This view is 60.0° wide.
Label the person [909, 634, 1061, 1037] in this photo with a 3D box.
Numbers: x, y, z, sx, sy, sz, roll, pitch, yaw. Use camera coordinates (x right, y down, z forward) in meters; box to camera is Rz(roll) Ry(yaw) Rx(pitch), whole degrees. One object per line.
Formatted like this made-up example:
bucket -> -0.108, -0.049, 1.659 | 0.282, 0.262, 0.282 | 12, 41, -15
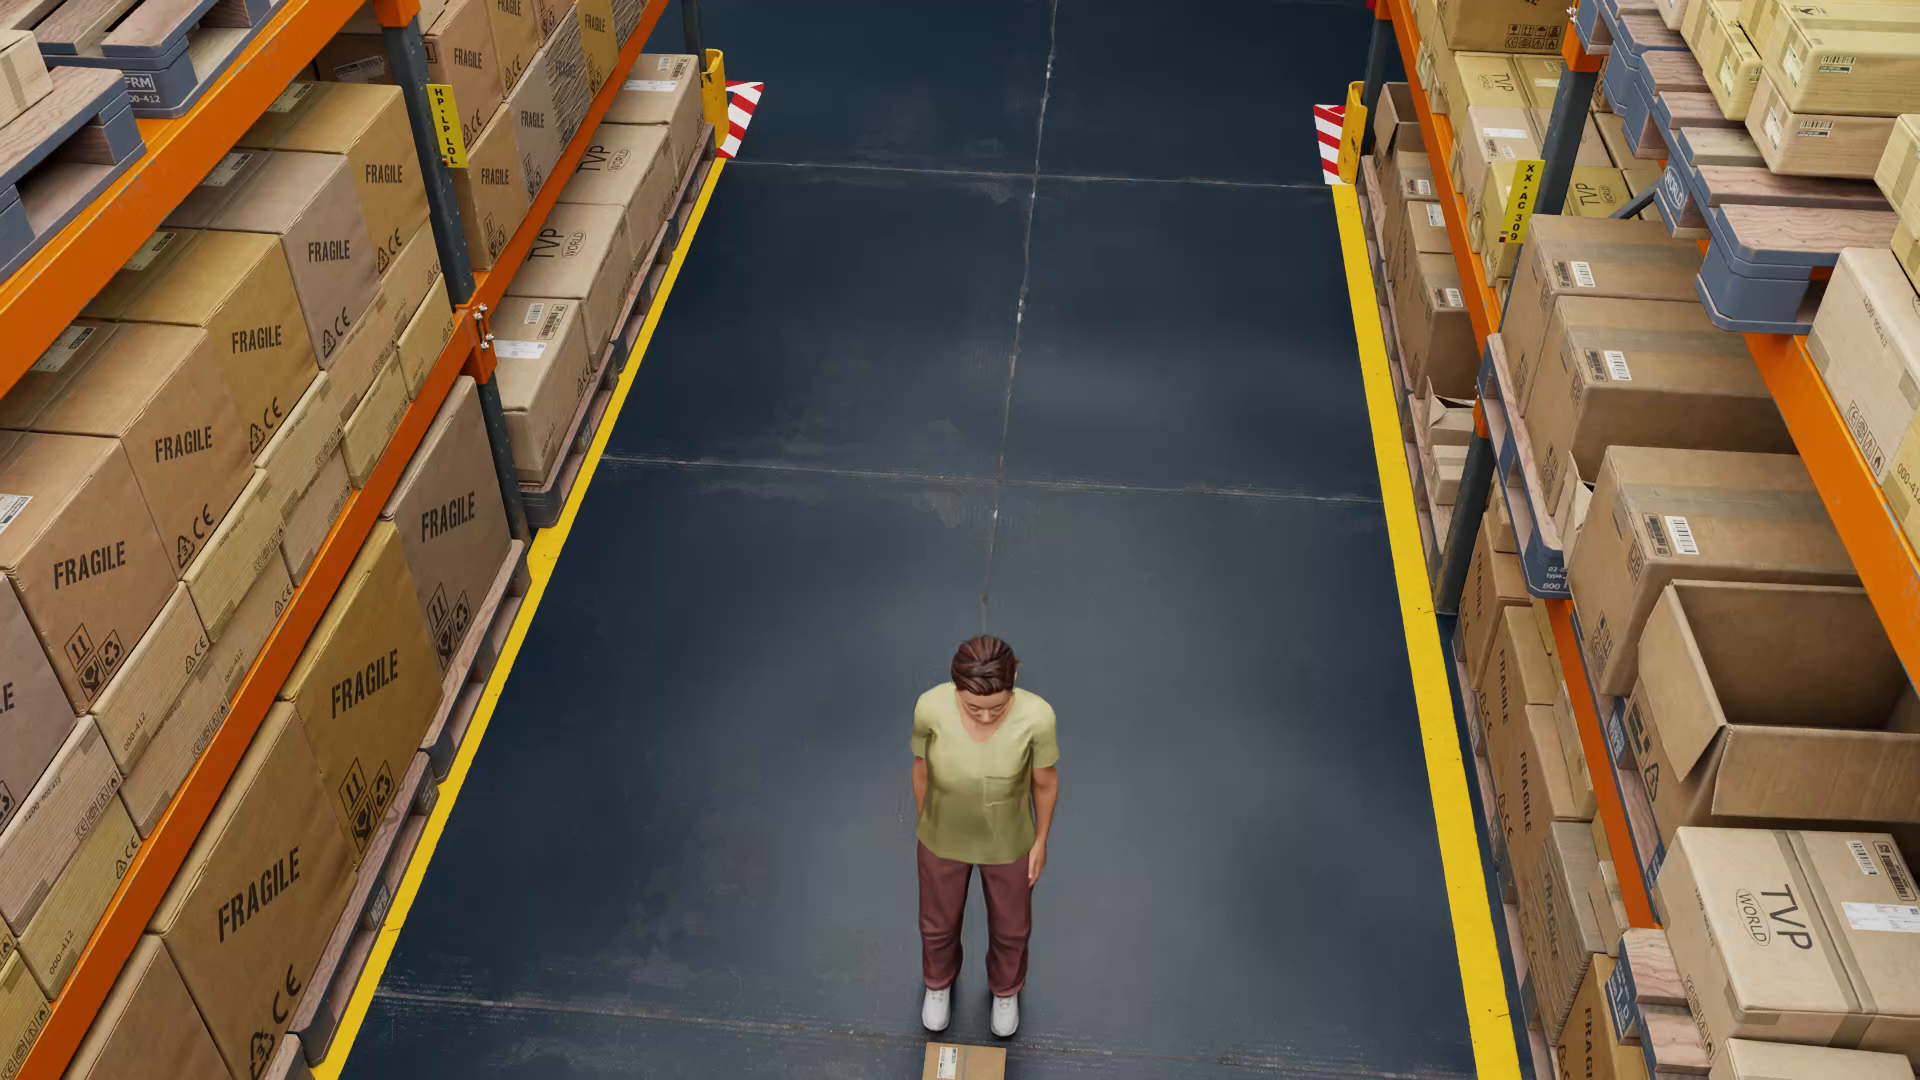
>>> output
person -> 0.070, 0.901, 5.100 | 0.447, 1.671, 0.360 | 4, 40, 5
